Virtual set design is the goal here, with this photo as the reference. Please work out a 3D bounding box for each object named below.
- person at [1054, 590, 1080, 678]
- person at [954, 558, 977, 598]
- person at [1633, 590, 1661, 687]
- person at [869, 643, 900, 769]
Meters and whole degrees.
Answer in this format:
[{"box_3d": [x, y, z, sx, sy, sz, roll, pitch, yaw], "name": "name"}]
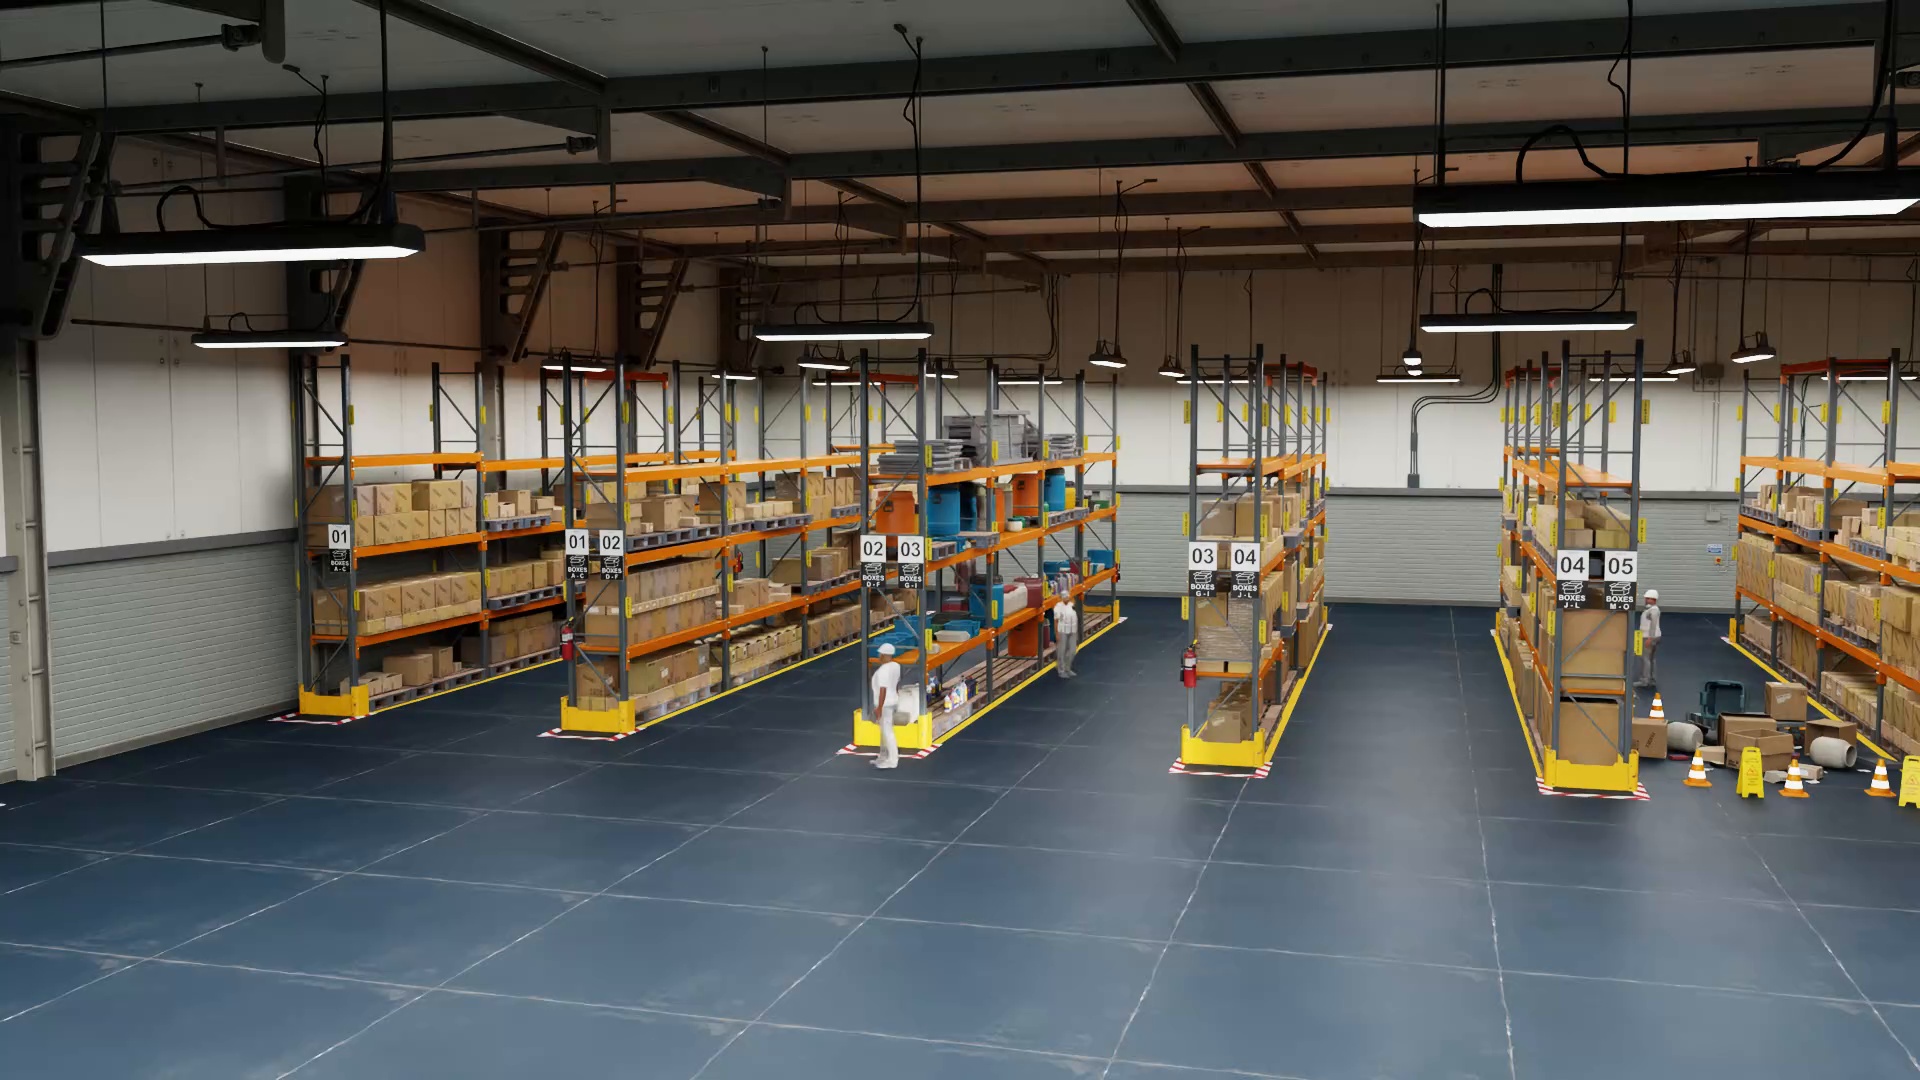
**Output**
[{"box_3d": [2.012, 1.773, 31.535, 0.532, 1.676, 0.419, -2, 5, -29], "name": "person"}, {"box_3d": [0.211, 1.083, 40.521, 0.605, 1.783, 0.654, -3, 5, -36], "name": "person"}, {"box_3d": [12.773, 1.812, 30.843, 0.437, 1.777, 0.584, 3, 5, 37], "name": "person"}, {"box_3d": [-1.109, 2.349, 23.633, 0.485, 1.786, 0.630, 1, 4, 8], "name": "person"}]
